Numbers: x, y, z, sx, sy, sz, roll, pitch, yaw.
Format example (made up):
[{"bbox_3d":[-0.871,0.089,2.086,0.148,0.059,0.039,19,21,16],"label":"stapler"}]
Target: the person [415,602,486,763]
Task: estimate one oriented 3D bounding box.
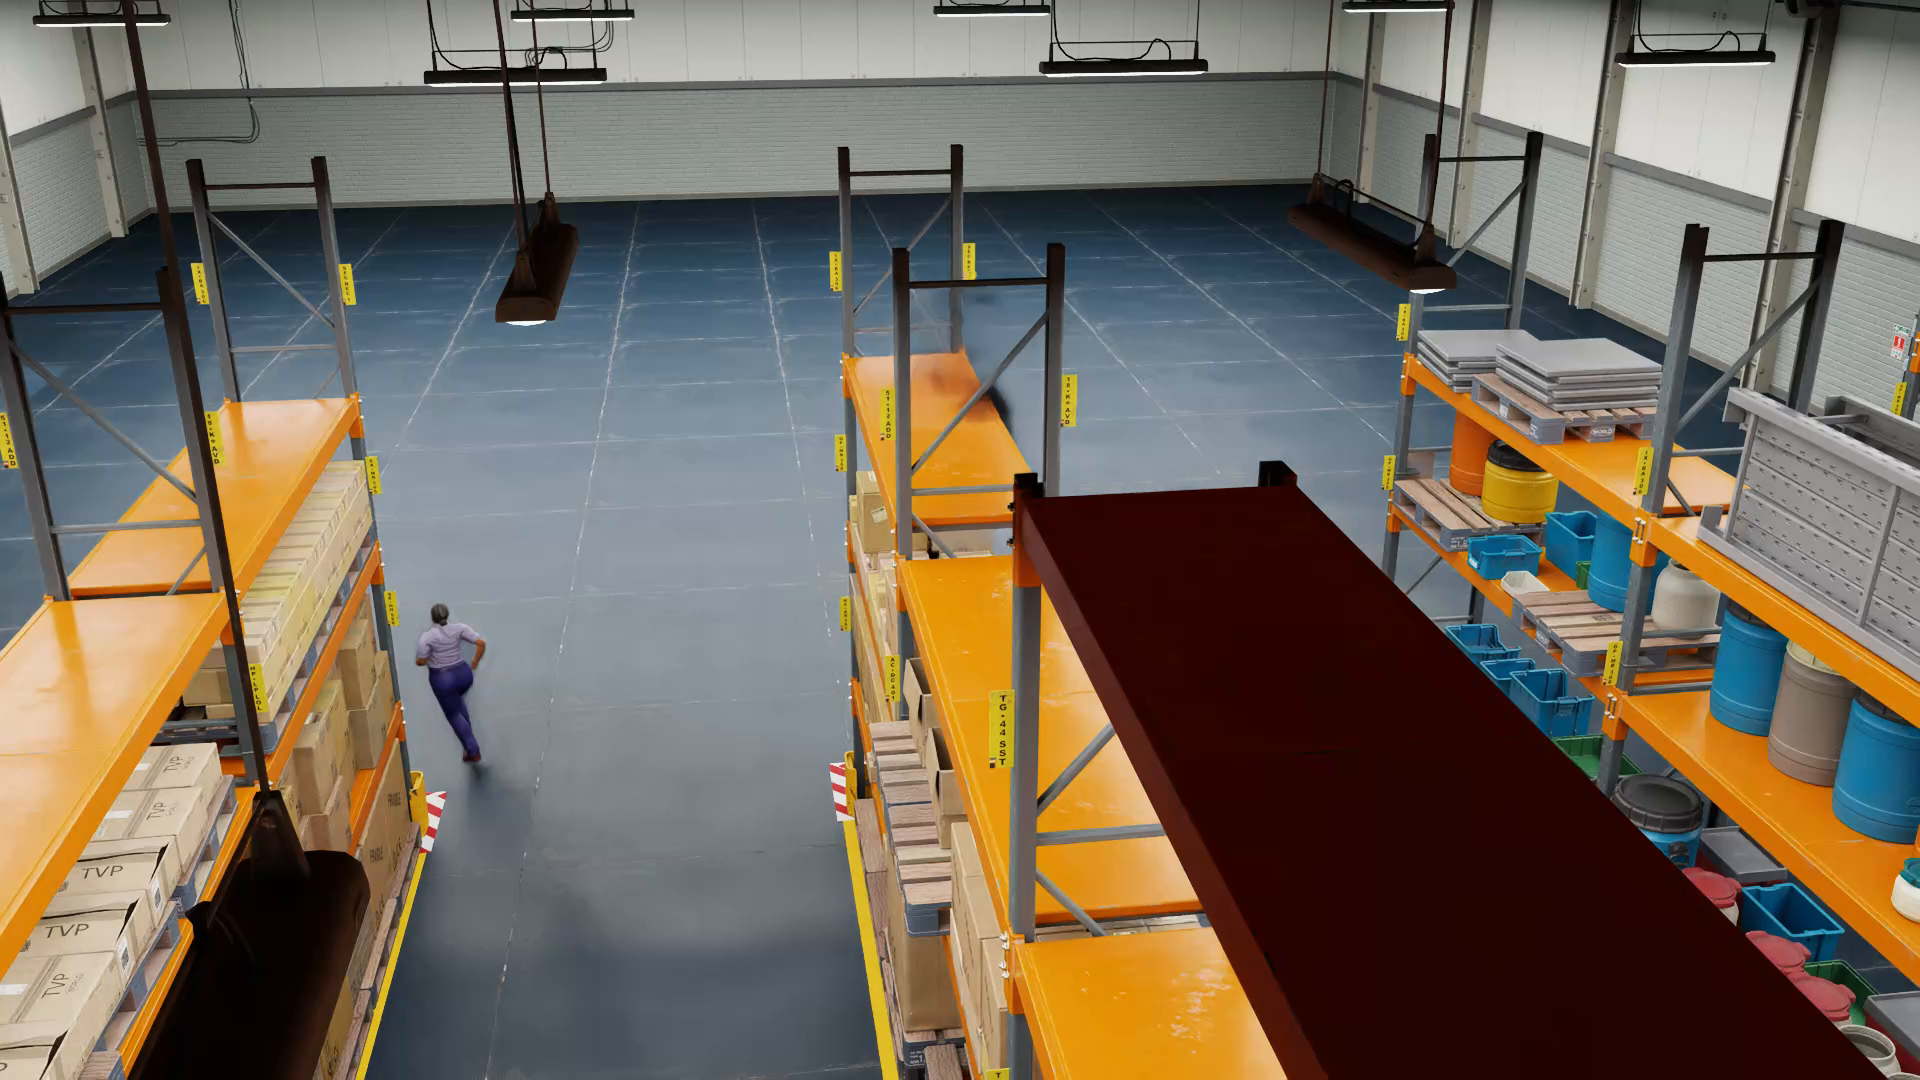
[{"bbox_3d":[-4.877,1.389,15.947,0.674,1.693,0.595,19,29,40],"label":"person"}]
